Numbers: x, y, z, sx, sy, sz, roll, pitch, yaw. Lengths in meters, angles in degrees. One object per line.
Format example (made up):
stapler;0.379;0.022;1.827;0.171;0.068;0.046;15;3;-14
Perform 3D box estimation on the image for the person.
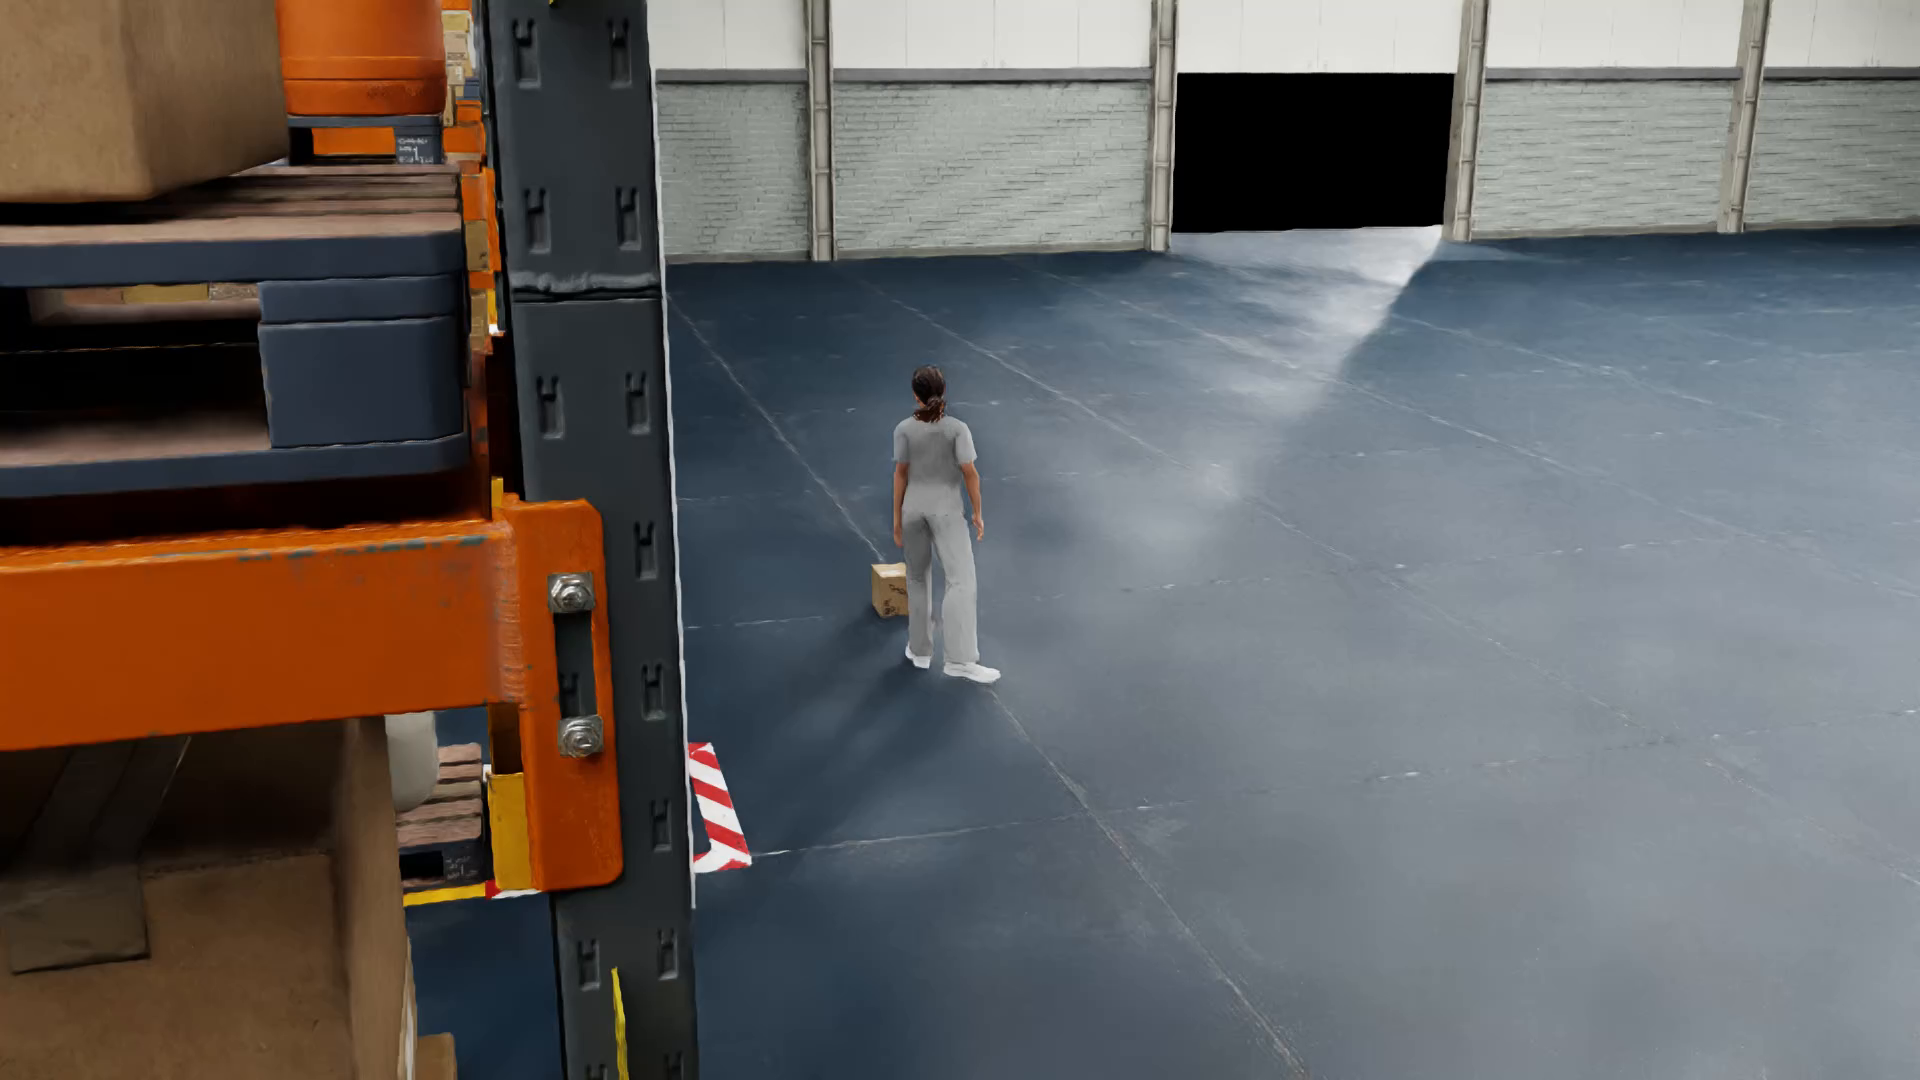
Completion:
person;-0.051;-0.089;8.853;0.646;1.668;0.471;5;17;16
